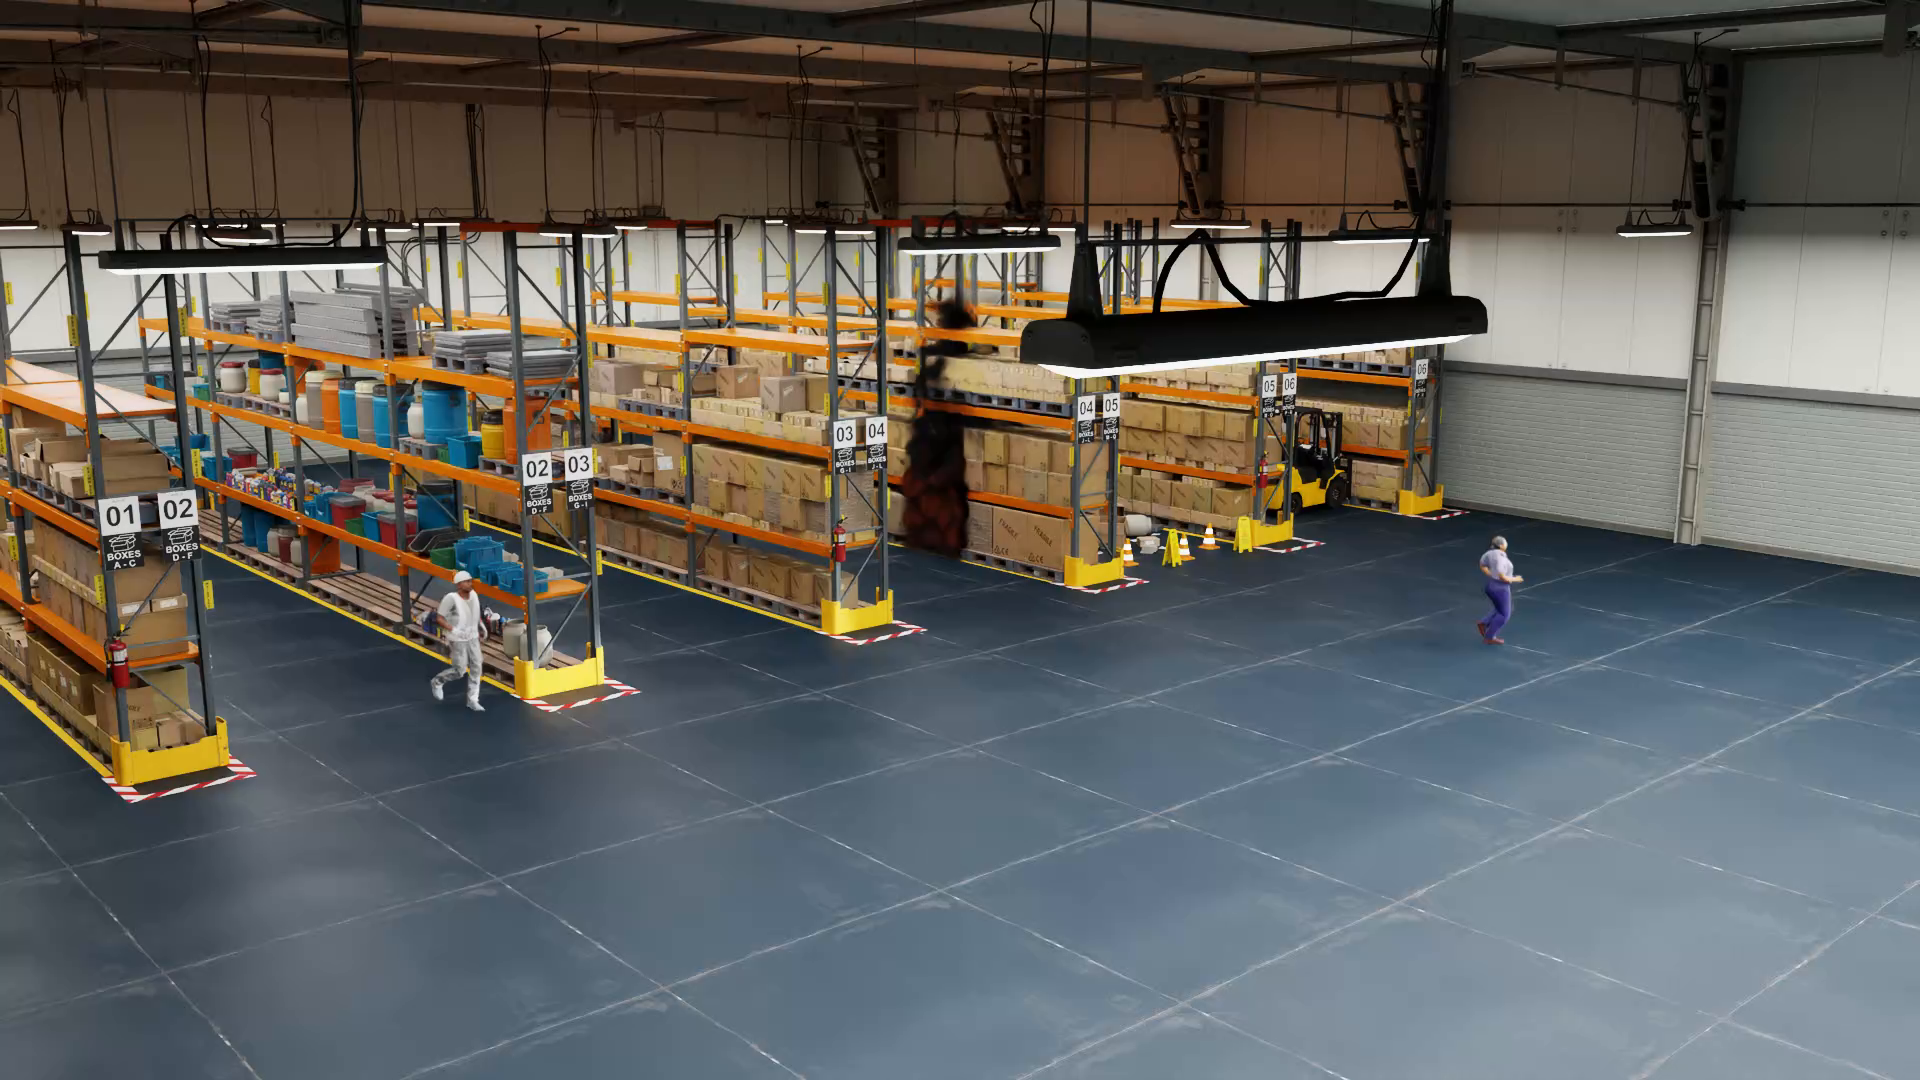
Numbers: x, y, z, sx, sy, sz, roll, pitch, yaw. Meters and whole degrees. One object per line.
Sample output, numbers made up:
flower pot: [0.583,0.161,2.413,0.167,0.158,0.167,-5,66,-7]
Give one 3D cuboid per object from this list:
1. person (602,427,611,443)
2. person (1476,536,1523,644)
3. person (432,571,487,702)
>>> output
person: [-8.706,-2.722,41.343,0.708,1.627,0.759,-1,11,-6]
person: [7.889,0.717,24.253,0.536,1.600,0.599,-1,11,-5]
person: [-6.379,1.224,21.235,0.634,1.702,0.736,6,13,27]
